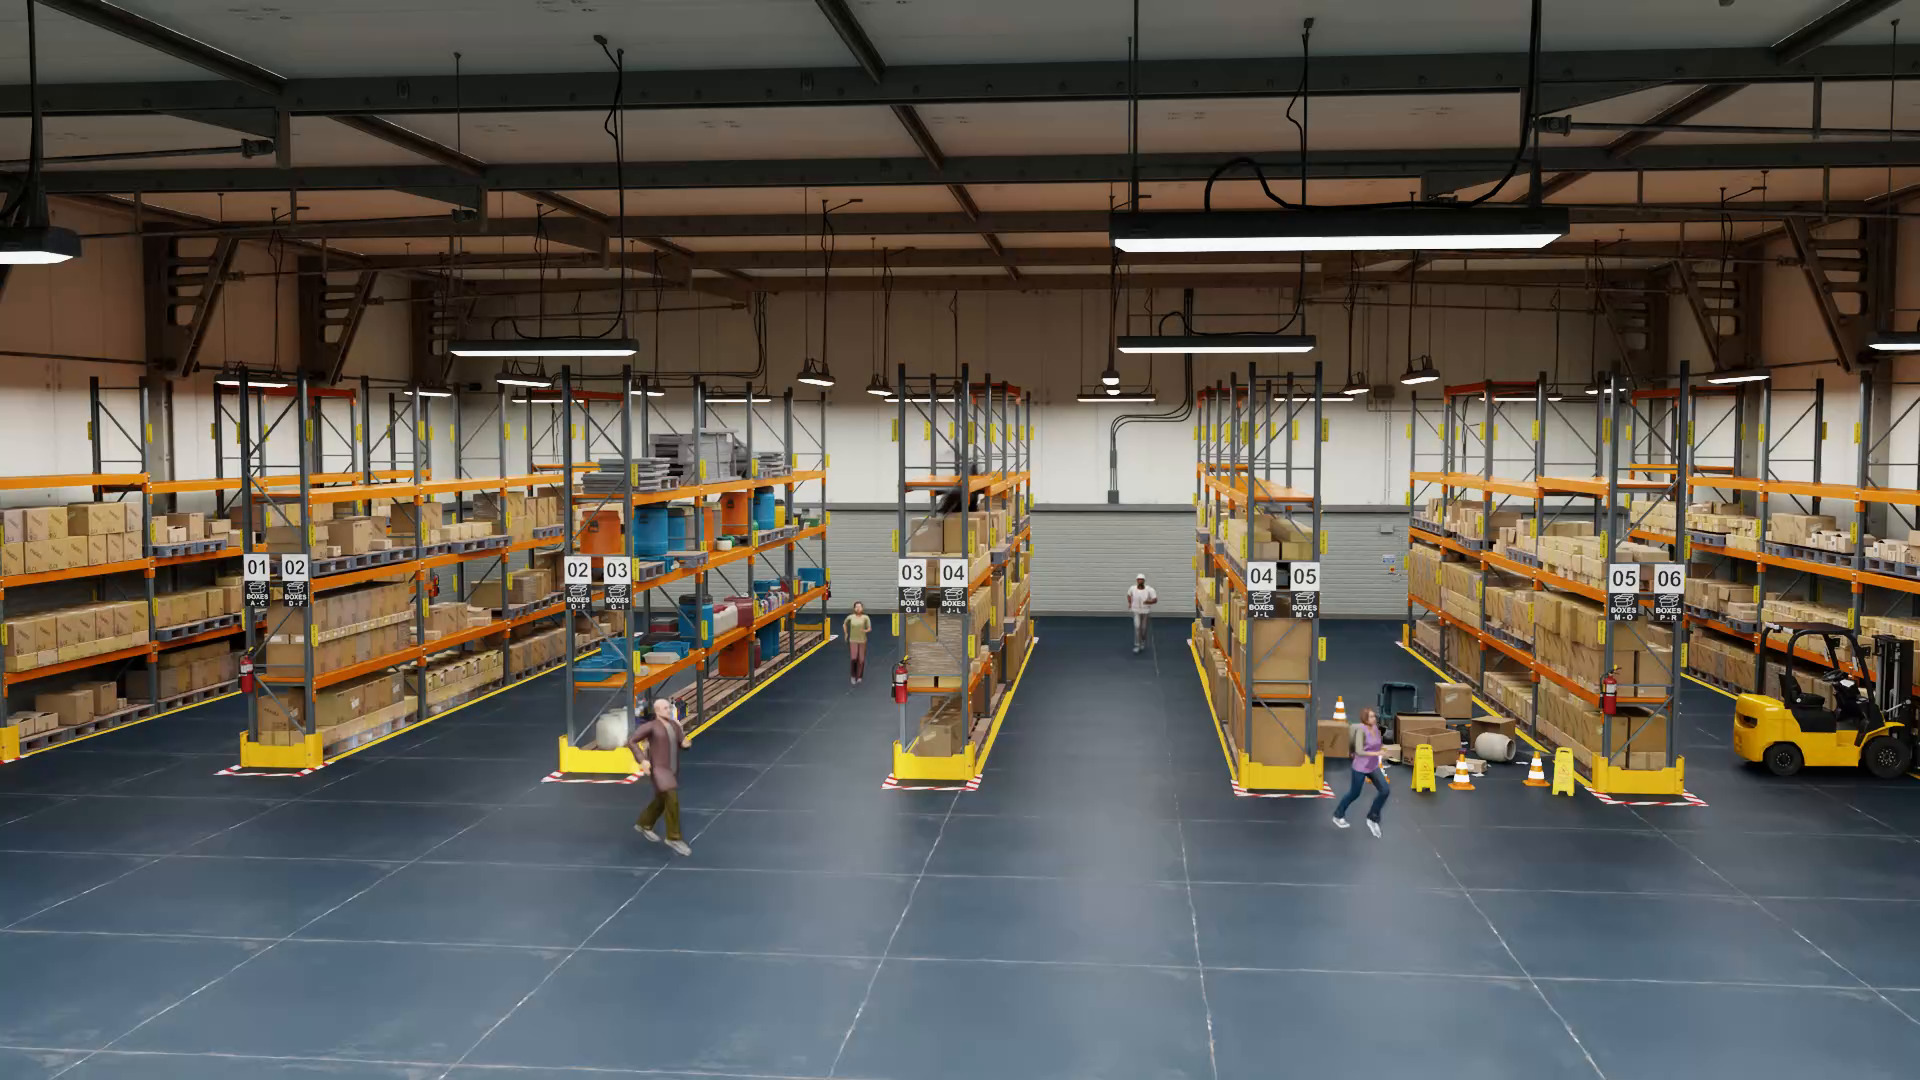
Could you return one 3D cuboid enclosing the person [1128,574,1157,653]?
[{"bbox_3d":[4.148,1.643,37.890,0.686,1.759,0.907,1,4,10],"label":"person"}]

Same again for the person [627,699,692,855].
[{"bbox_3d":[-3.572,2.861,19.985,0.931,1.736,0.681,2,4,26],"label":"person"}]

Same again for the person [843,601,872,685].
[{"bbox_3d":[-2.025,2.048,32.998,0.549,1.659,0.656,-1,4,-8],"label":"person"}]

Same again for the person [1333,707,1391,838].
[{"bbox_3d":[5.049,2.875,20.701,0.550,1.614,0.822,-3,5,-36],"label":"person"}]
